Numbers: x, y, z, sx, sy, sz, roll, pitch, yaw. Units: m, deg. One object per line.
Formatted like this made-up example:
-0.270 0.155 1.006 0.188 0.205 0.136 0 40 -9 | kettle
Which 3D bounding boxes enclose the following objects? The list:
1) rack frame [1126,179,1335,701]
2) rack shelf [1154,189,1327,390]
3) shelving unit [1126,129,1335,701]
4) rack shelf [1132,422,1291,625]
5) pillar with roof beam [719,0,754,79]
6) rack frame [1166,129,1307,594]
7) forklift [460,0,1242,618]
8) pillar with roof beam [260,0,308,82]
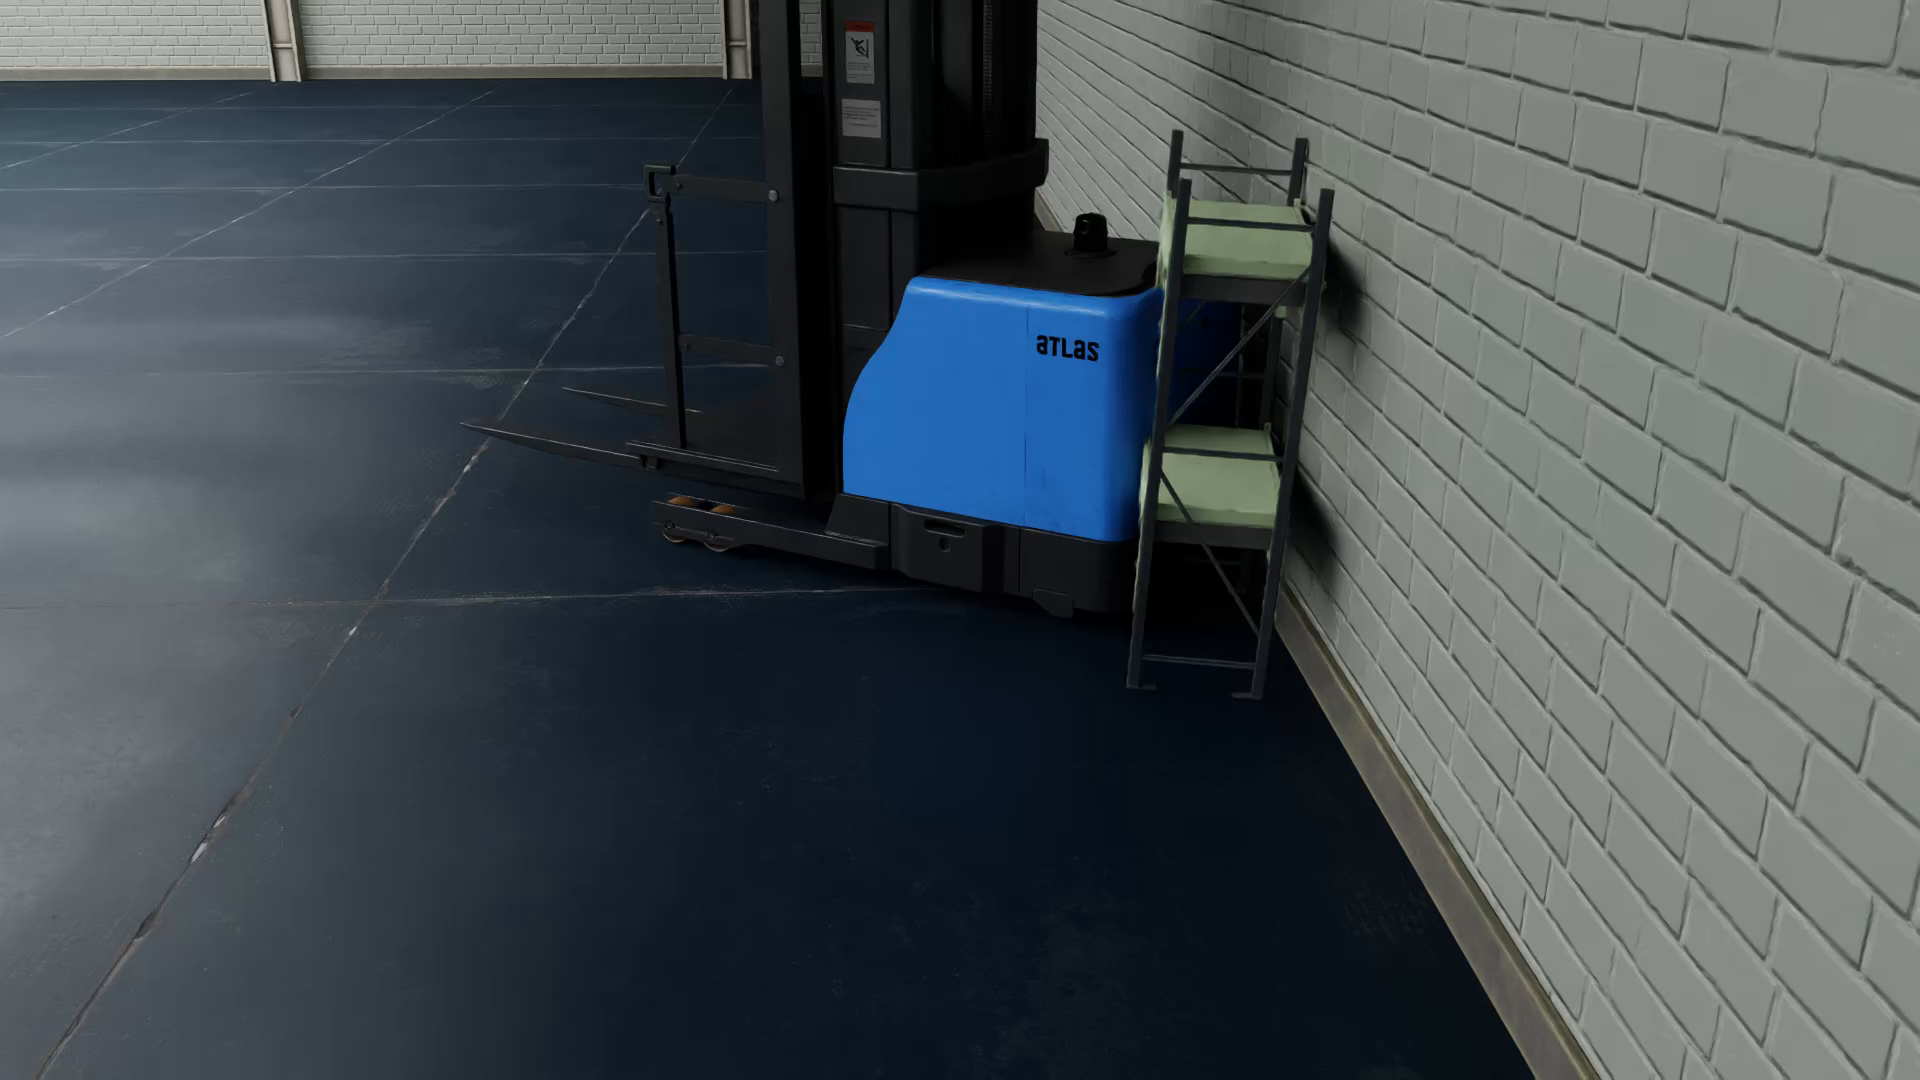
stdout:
0.729 -0.234 4.602 0.400 1.500 0.023 5 24 4 | rack frame
0.783 -0.736 4.778 0.431 0.370 0.720 5 24 4 | rack shelf
0.763 -0.380 4.936 0.431 1.500 0.755 5 24 4 | shelving unit
0.747 -0.082 5.068 0.431 0.370 0.720 5 24 4 | rack shelf
-2.770 -8.978 17.055 0.400 9.000 9.100 -1 21 -3 | pillar with roof beam
0.798 -0.526 5.270 0.400 1.500 0.023 5 24 4 | rack frame
-0.545 -1.477 5.882 3.031 2.935 1.130 11 24 27 | forklift
-8.760 -8.856 16.735 0.400 9.000 9.100 -1 21 -3 | pillar with roof beam
